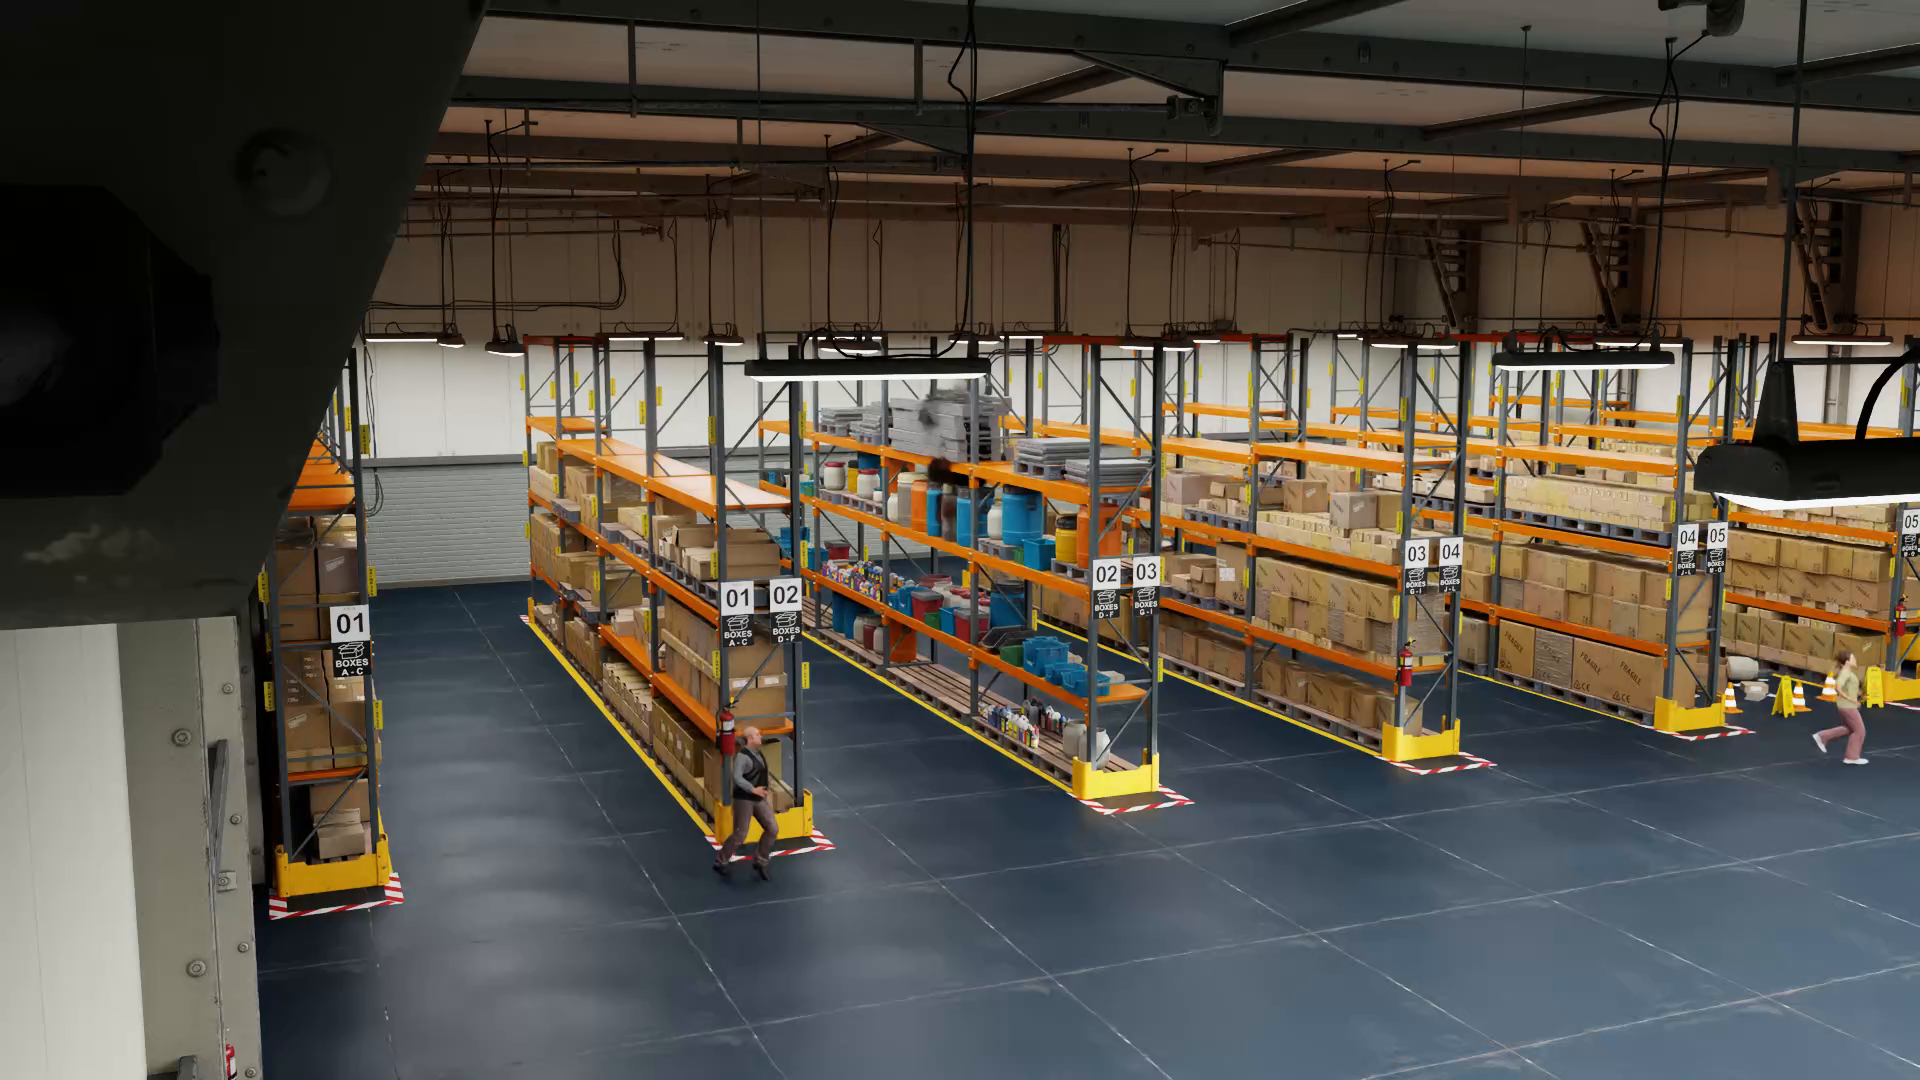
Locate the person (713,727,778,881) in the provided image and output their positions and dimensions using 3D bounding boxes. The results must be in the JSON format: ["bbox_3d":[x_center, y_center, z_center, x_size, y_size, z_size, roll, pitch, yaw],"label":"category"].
[{"bbox_3d":[-2.394,2.993,18.961,0.695,1.742,0.728,3,8,21],"label":"person"}]

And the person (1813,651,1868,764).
[{"bbox_3d":[12.609,2.383,23.736,0.724,1.611,0.584,3,8,24],"label":"person"}]

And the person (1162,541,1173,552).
[{"bbox_3d":[4.310,0.876,34.617,0.687,1.733,0.599,-4,9,-30],"label":"person"}]
